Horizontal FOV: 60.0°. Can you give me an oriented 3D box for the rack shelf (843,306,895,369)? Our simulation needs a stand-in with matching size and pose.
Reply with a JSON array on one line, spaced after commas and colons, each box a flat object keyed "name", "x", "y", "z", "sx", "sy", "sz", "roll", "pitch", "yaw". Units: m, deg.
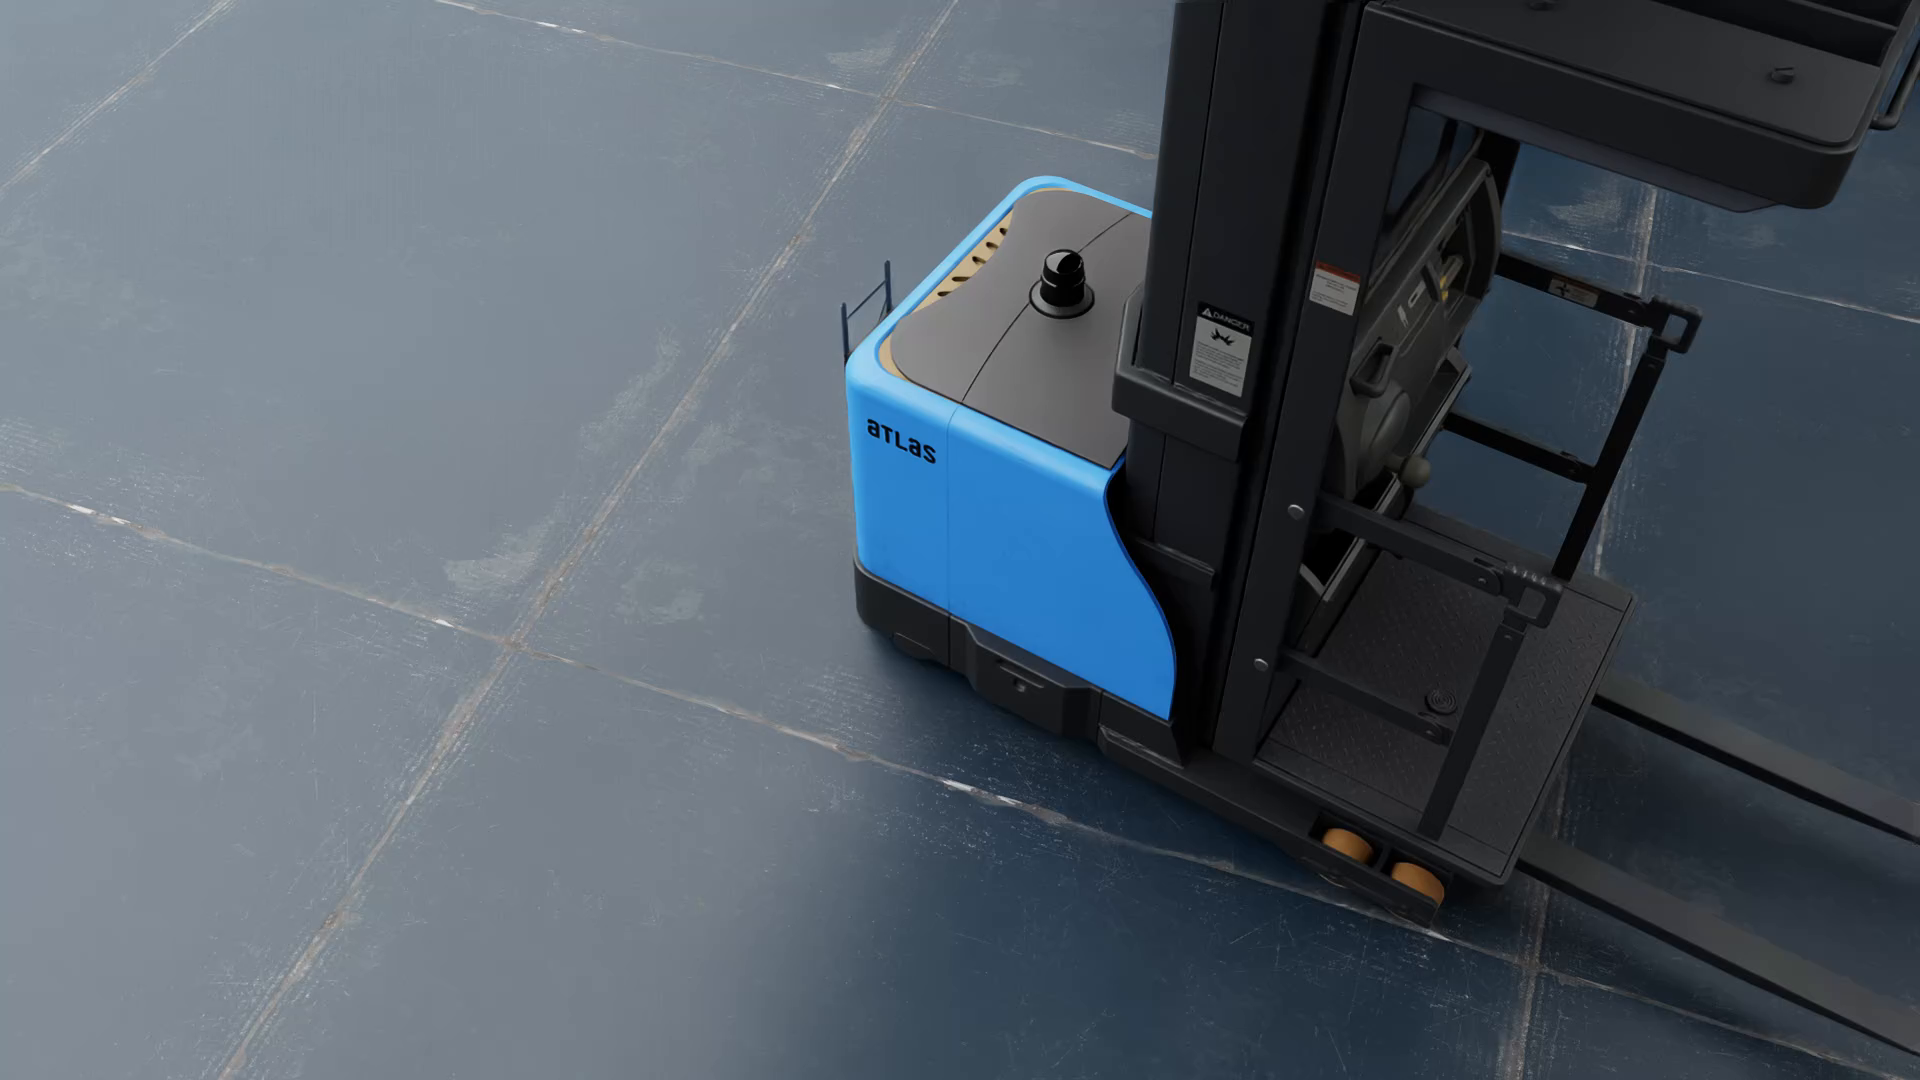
[{"name": "rack shelf", "x": -0.181, "y": -0.545, "z": 4.814, "sx": 0.200, "sy": 0.077, "sz": 0.258, "roll": 26, "pitch": 54, "yaw": 20}]

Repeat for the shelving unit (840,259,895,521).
[{"name": "shelving unit", "x": -0.181, "y": -0.390, "z": 4.993, "sx": 0.210, "sy": 0.900, "sz": 0.258, "roll": 26, "pitch": 54, "yaw": 20}]

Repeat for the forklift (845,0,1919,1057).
[{"name": "forklift", "x": 1.210, "y": -0.418, "z": 3.673, "sx": 3.031, "sy": 2.935, "sz": 1.130, "roll": 26, "pitch": 54, "yaw": 20}]

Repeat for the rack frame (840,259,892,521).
[{"name": "rack frame", "x": -0.267, "y": -0.431, "z": 5.028, "sx": 0.006, "sy": 0.900, "sz": 0.240, "roll": 26, "pitch": 54, "yaw": 20}]
